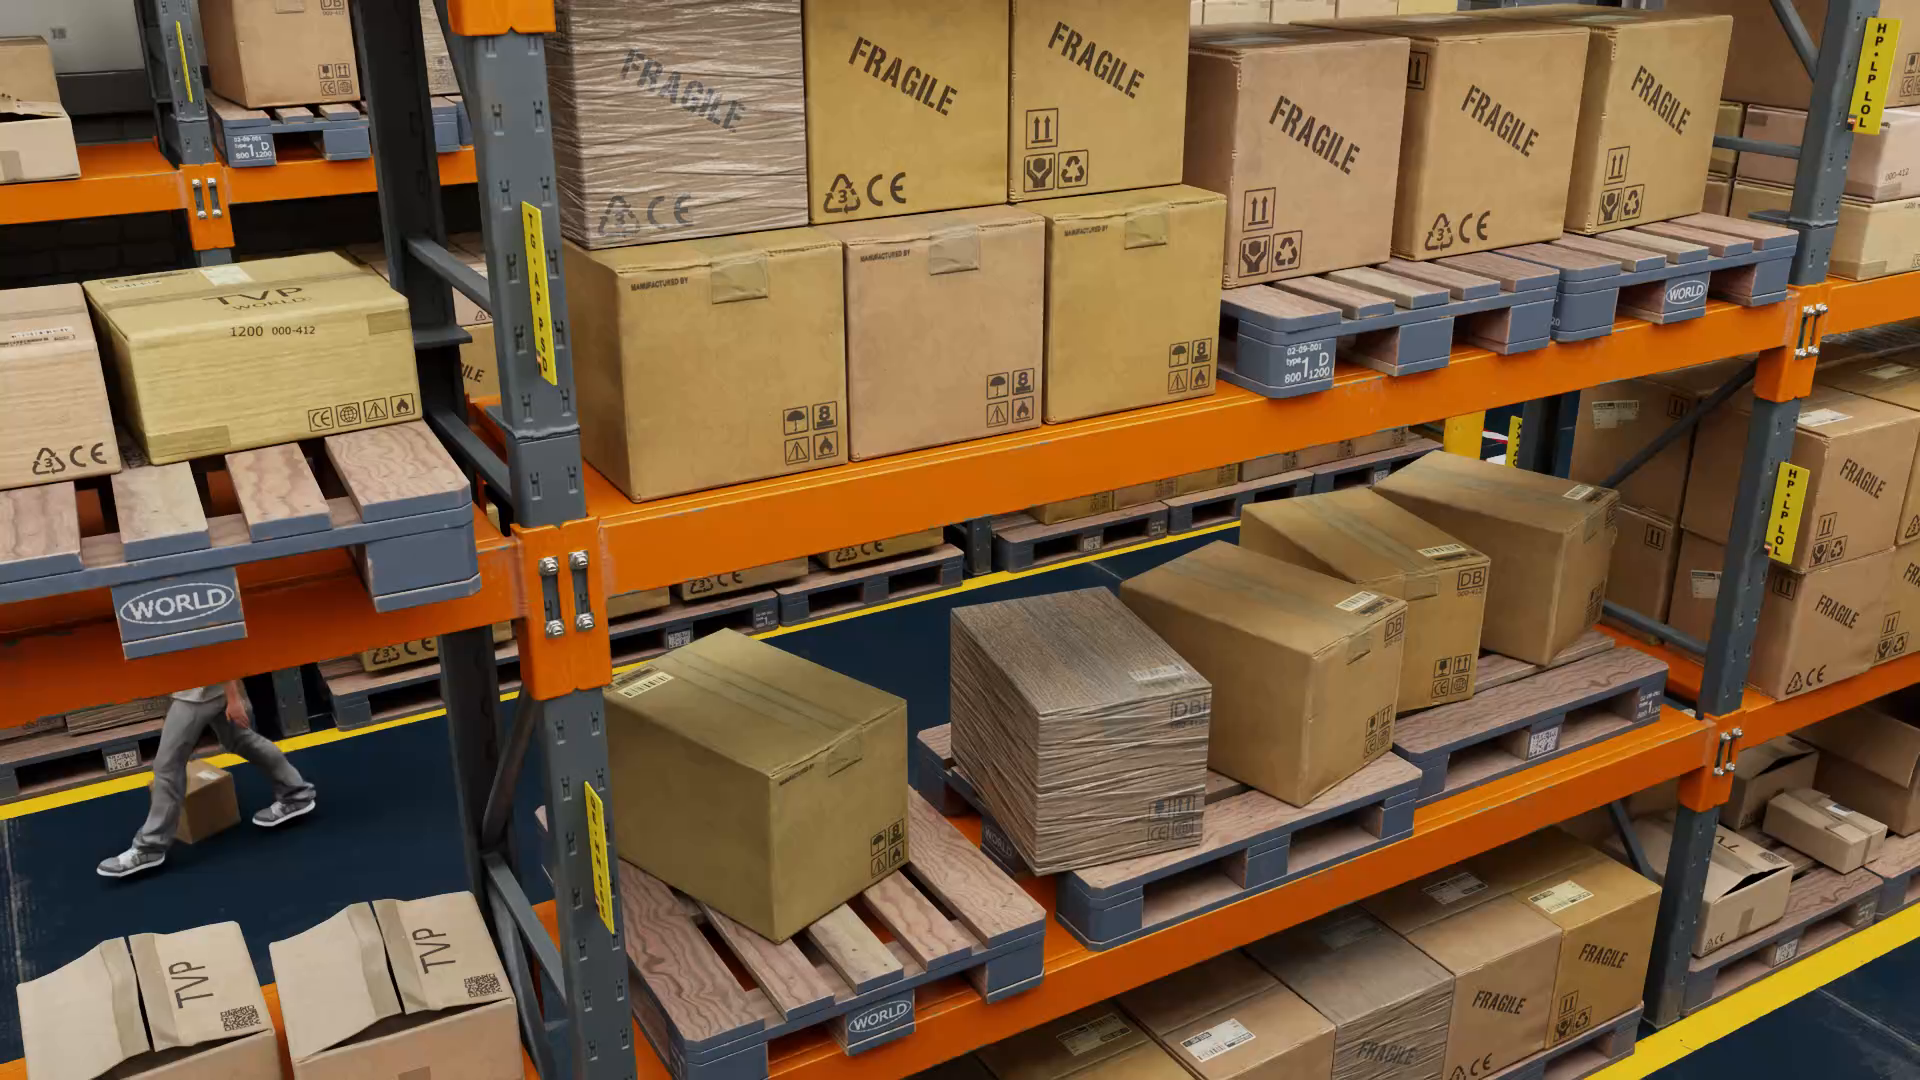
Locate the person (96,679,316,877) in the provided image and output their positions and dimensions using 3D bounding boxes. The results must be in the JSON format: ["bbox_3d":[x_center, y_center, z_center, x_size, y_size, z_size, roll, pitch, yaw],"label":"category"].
[{"bbox_3d":[-3.292,0.623,7.036,0.910,1.540,0.480,-11,24,-24],"label":"person"}]
